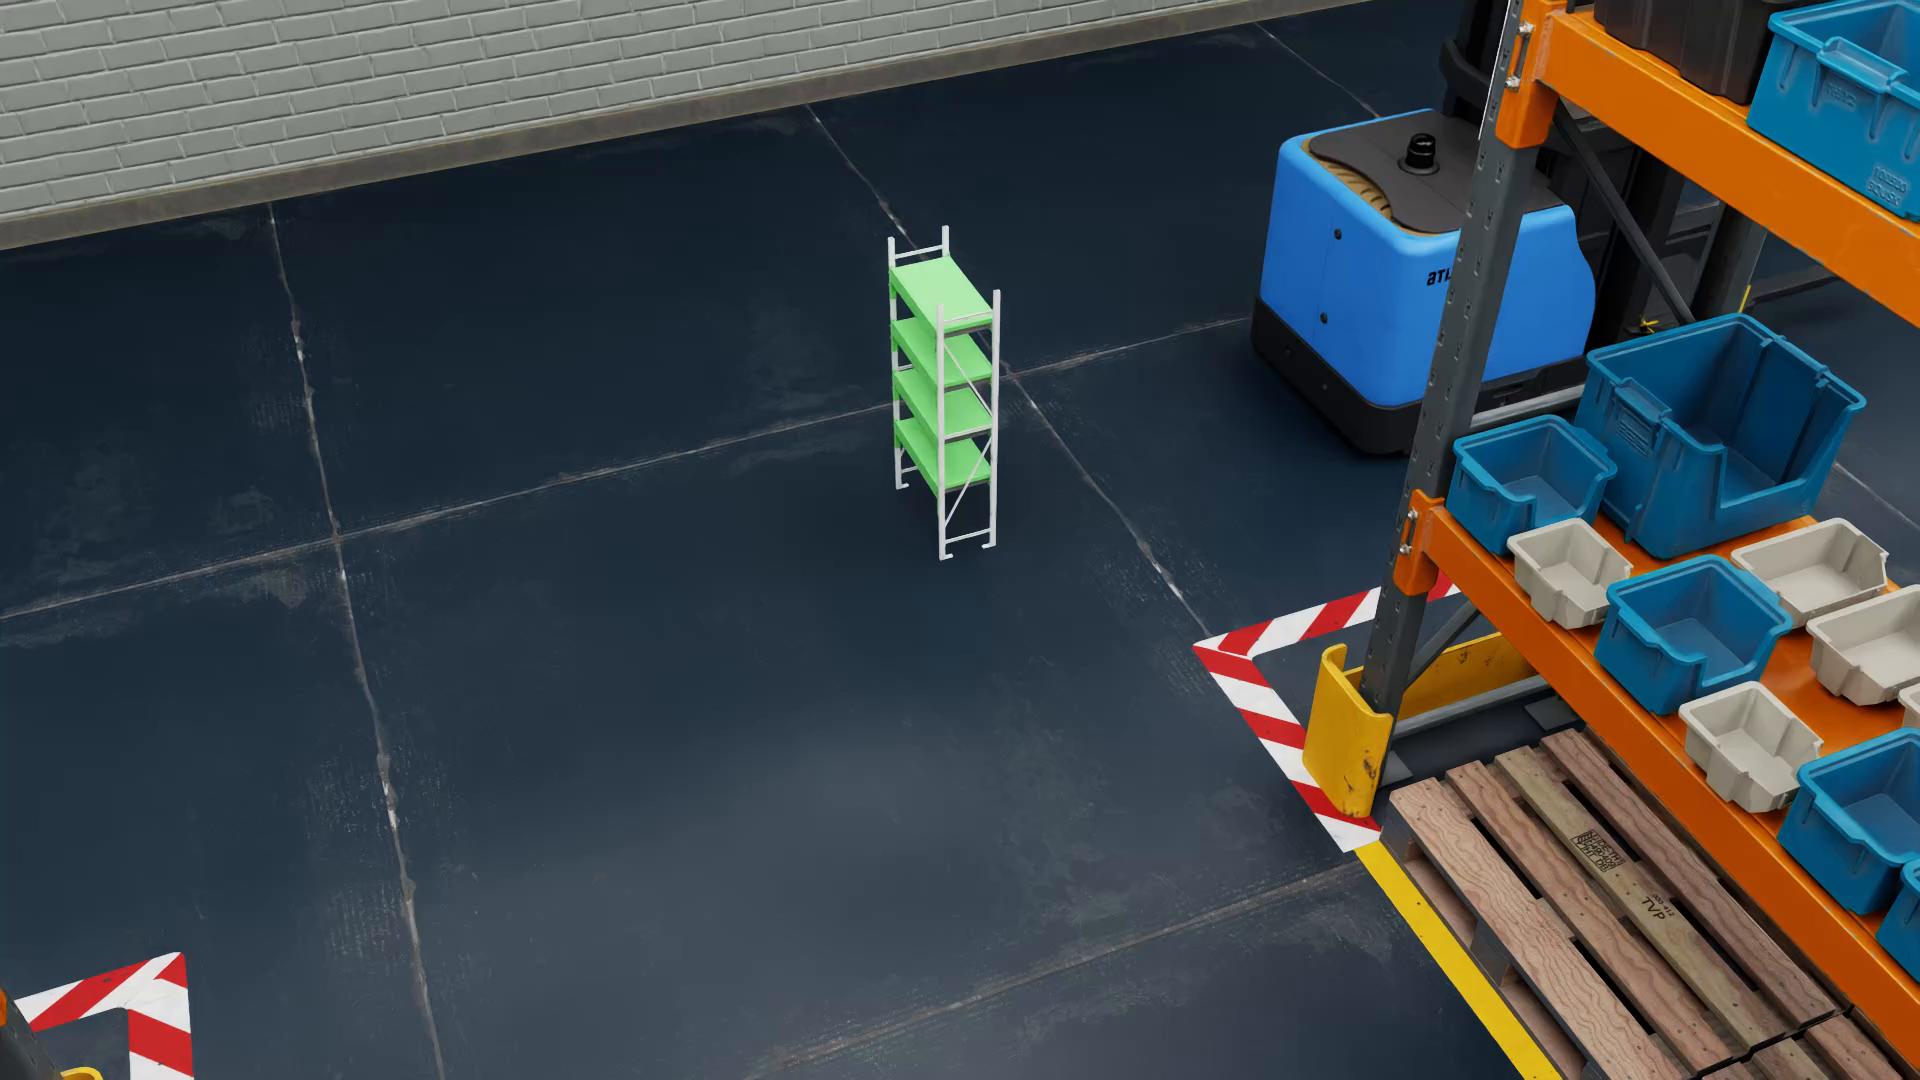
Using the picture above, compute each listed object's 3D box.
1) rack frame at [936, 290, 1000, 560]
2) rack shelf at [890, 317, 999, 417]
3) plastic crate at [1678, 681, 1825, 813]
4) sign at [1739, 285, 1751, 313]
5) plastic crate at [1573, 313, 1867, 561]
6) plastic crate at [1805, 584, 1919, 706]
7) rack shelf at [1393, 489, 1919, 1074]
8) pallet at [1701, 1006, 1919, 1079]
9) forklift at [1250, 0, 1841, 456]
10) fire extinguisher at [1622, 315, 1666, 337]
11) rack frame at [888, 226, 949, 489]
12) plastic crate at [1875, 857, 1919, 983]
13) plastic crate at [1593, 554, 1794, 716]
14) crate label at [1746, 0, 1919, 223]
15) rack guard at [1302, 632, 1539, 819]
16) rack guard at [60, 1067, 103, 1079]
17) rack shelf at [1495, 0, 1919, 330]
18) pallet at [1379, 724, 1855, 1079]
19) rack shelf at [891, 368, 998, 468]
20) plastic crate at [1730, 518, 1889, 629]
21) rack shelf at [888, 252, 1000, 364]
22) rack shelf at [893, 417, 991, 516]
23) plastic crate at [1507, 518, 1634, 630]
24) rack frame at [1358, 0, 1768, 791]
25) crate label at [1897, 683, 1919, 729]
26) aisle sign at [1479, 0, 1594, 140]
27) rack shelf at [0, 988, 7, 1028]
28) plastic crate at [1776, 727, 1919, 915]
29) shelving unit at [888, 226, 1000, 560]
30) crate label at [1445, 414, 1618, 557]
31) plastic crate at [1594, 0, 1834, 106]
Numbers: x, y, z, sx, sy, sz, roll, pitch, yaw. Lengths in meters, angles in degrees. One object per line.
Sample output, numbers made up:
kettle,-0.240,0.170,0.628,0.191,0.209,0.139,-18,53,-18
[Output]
rack frame,0.030,-0.408,6.304,0.240,1.200,0.015,-15,43,-17
rack shelf,-0.063,-0.688,6.360,0.258,0.148,0.480,-15,43,-17
plastic crate,1.906,0.515,4.007,0.250,0.136,0.298,-15,43,-17
sign,2.312,-0.625,5.051,0.100,0.325,0.005,-15,43,-17
plastic crate,2.110,-0.297,4.721,0.616,0.435,0.499,-15,43,-17
plastic crate,2.386,0.286,4.273,0.396,0.136,0.243,-15,43,-17
rack shelf,2.575,1.062,3.766,1.077,0.370,4.000,-15,43,-17
pallet,2.552,1.882,4.400,1.003,0.211,1.213,-15,43,-17
forklift,2.913,-2.100,6.944,3.031,2.935,1.130,-16,43,-17
fire extinguisher,2.172,-0.449,5.317,0.296,0.674,0.183,-15,43,-17
rack frame,-0.157,-0.702,6.646,0.240,1.200,0.015,-15,43,-17
plastic crate,2.218,0.830,3.567,0.416,0.233,0.300,-15,43,-17
plastic crate,1.852,0.252,4.238,0.416,0.233,0.300,-15,43,-17
crate label,1.864,-0.860,3.263,0.408,0.251,0.502,-15,43,-17
rack guard,1.788,0.521,5.761,1.175,0.500,0.348,-15,43,-17
rack guard,-2.739,1.811,4.260,1.175,0.500,0.348,-15,43,-17
rack shelf,2.575,-0.075,2.788,1.077,0.370,4.000,-15,43,-17
pallet,2.089,1.148,5.253,1.003,0.211,1.213,-15,43,-17
rack shelf,-0.063,-0.506,6.516,0.258,0.148,0.480,-15,43,-17
plastic crate,2.289,0.108,4.480,0.396,0.136,0.243,-15,43,-17
rack shelf,-0.063,-0.870,6.203,0.258,0.148,0.480,-15,43,-17
rack shelf,-0.063,-0.324,6.673,0.258,0.148,0.480,-15,43,-17
plastic crate,1.646,0.106,4.482,0.250,0.136,0.298,-15,43,-17
rack frame,1.810,-0.416,4.933,1.000,3.000,0.127,-15,43,-17
crate label,2.516,0.447,4.085,0.396,0.136,0.243,-15,43,-17
aisle sign,1.508,-1.371,4.049,0.394,0.787,0.004,-15,43,-17
rack shelf,-2.003,2.295,2.332,1.077,0.370,4.000,-15,43,-17
plastic crate,2.104,0.649,3.777,0.416,0.233,0.300,-15,43,-17
shelving unit,-0.063,-0.555,6.475,0.258,1.200,0.503,-15,43,-17
crate label,1.600,-0.144,4.699,0.416,0.233,0.303,-15,43,-17
plastic crate,1.699,-1.202,3.647,0.497,0.269,0.590,-15,43,-17
